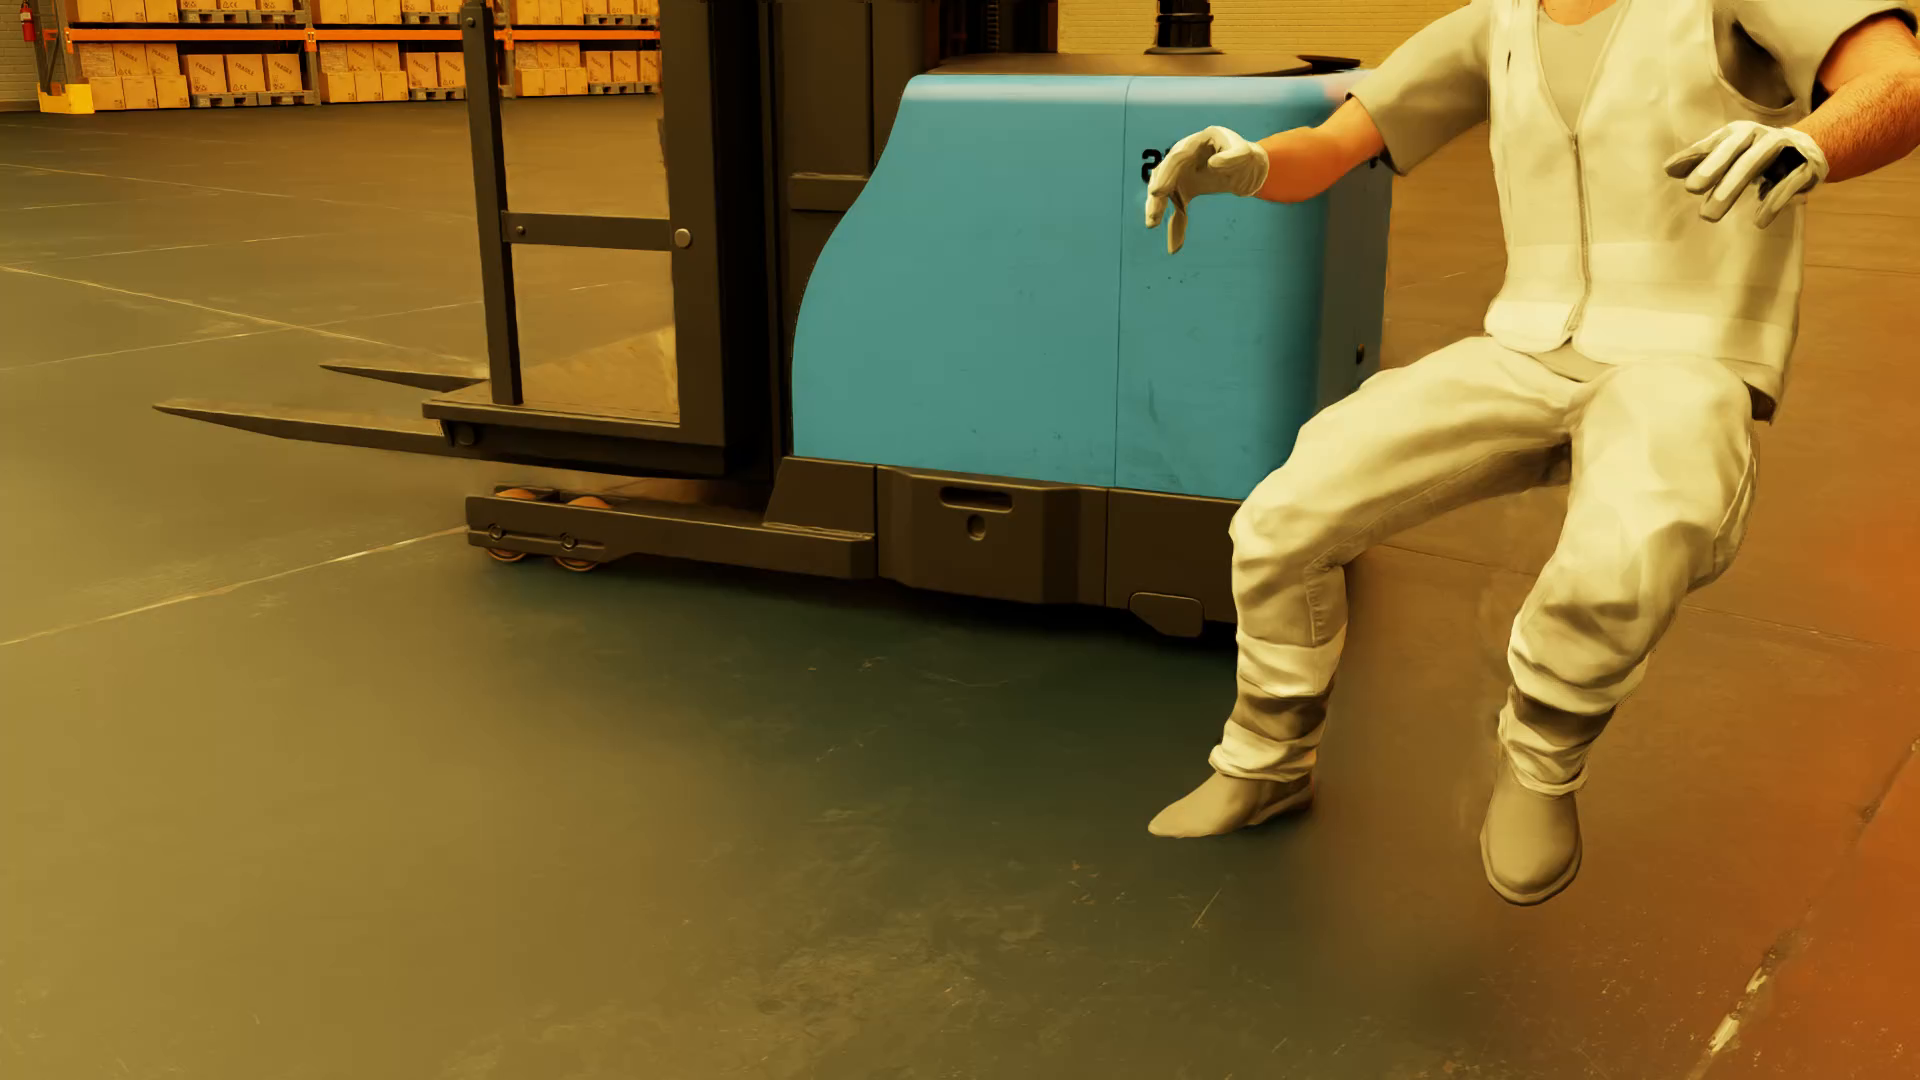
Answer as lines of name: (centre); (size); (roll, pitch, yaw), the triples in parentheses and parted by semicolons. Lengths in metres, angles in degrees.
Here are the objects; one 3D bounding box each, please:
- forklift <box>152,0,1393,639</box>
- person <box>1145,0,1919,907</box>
forklift: (-0.576, -1.465, 3.723); (3.031, 2.935, 1.130); (7, 18, 21)
person: (0.691, -0.234, 2.127); (0.778, 1.577, 0.865); (-14, 22, -38)
